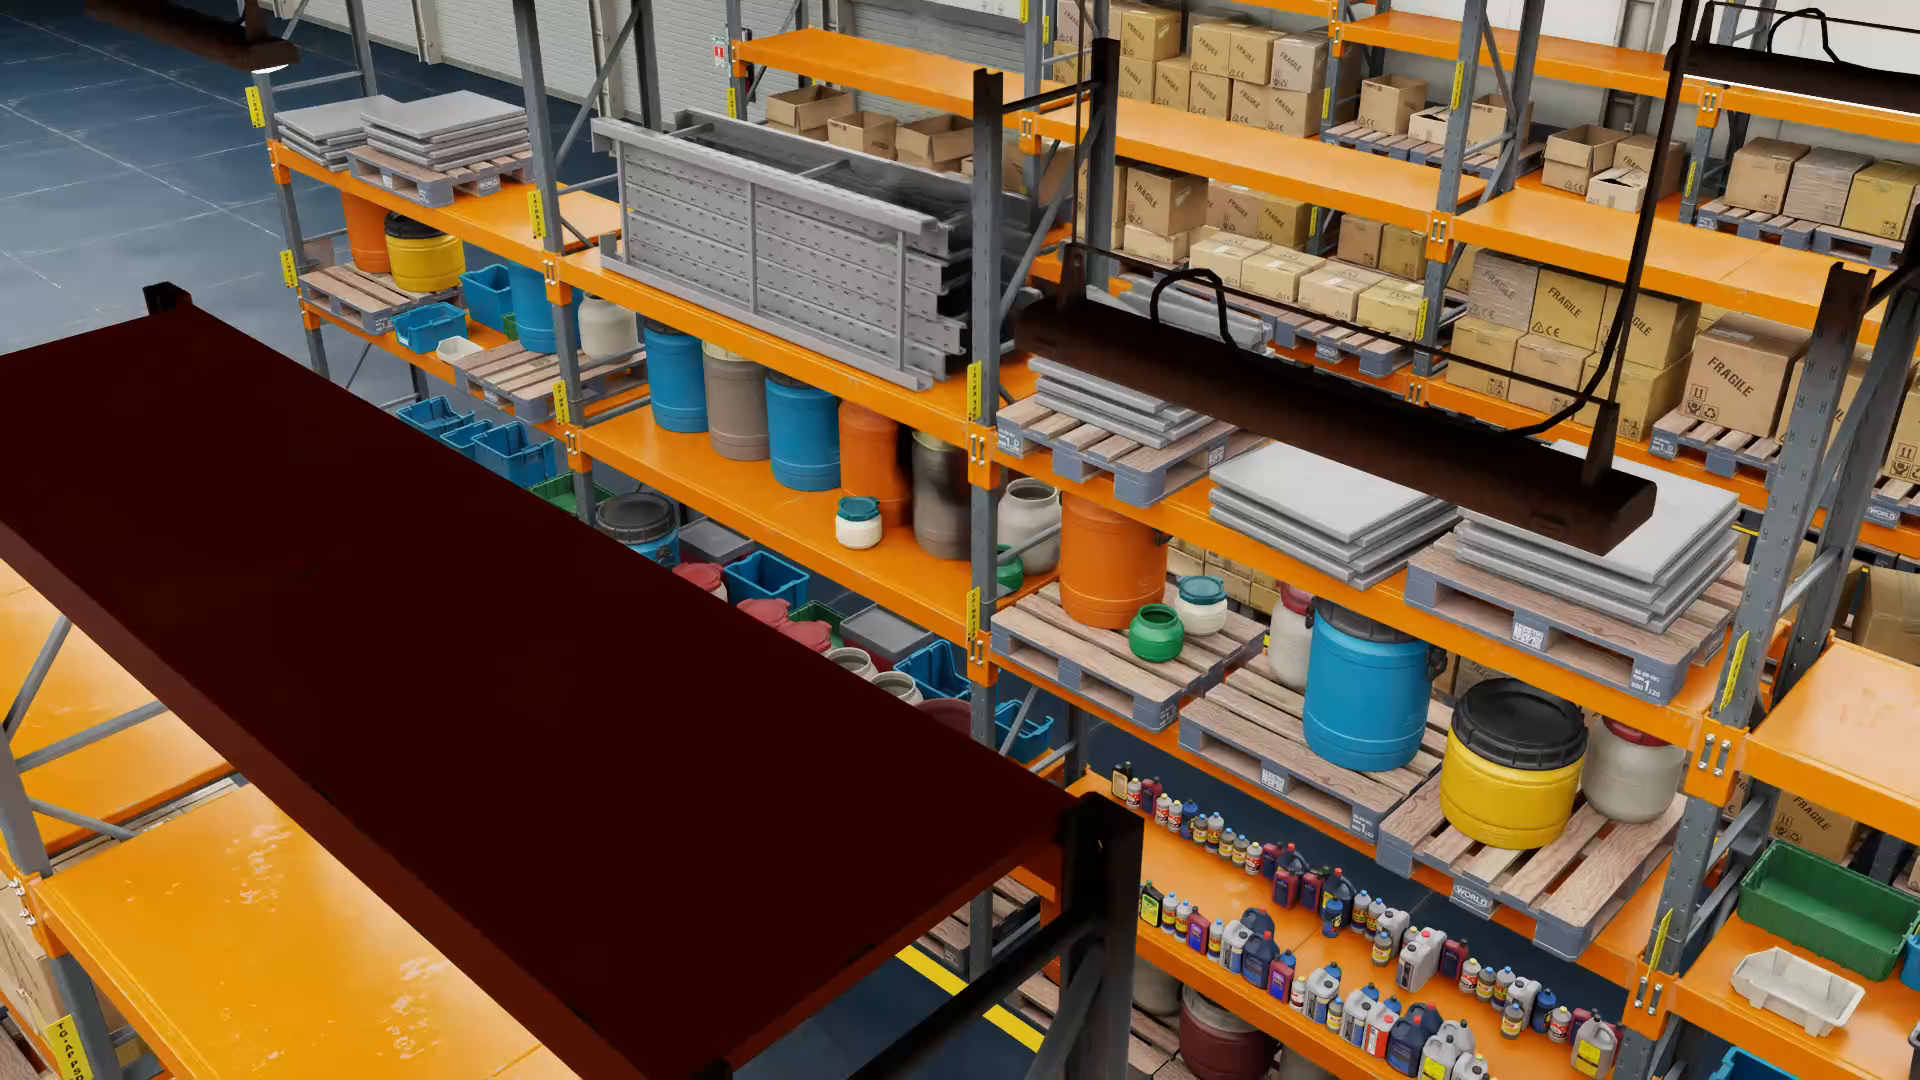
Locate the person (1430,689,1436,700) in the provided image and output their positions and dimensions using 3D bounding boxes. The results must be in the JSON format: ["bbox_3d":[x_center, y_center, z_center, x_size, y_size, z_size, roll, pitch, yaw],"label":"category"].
[{"bbox_3d":[2.918,1.406,11.497,0.926,1.697,0.565,20,35,31],"label":"person"}]
